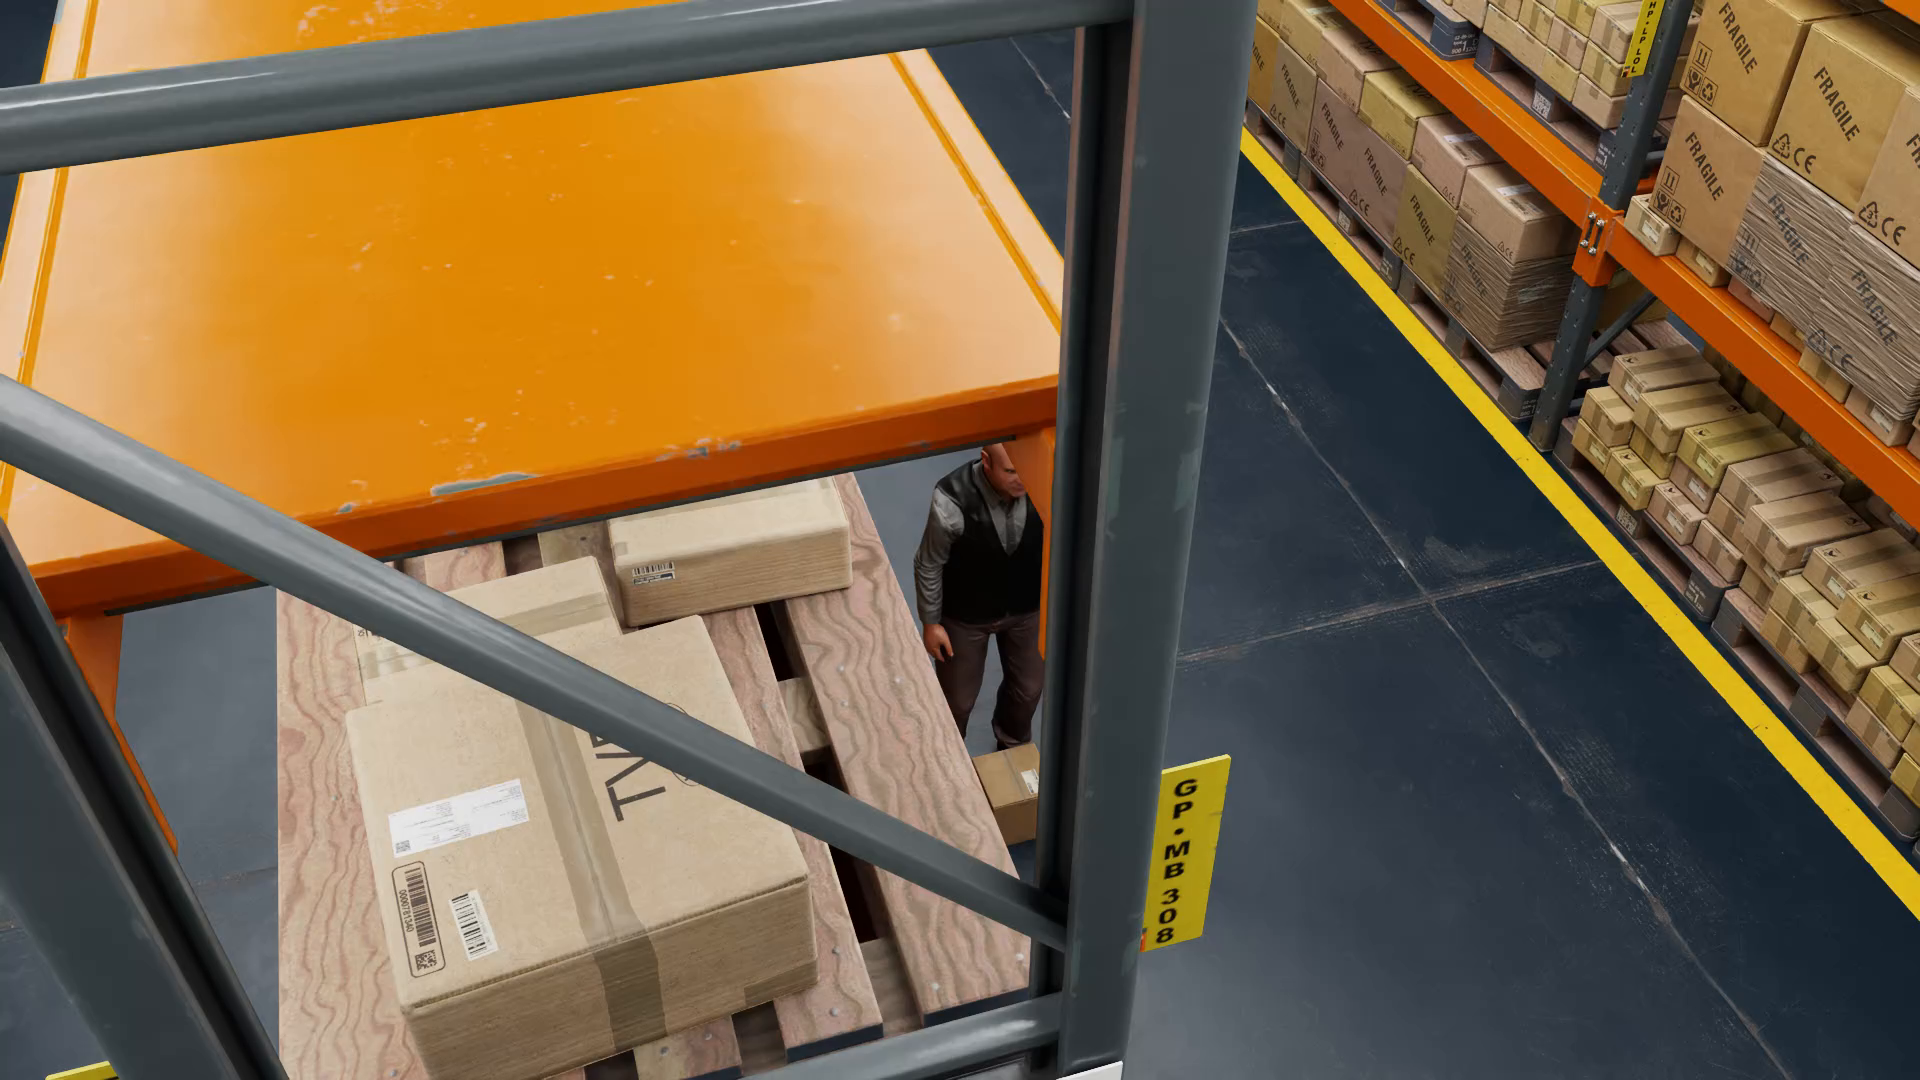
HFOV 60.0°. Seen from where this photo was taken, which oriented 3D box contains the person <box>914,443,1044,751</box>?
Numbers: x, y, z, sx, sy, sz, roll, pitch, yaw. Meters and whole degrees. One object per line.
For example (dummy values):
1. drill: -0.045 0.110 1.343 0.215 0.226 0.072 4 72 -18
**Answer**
1. person: 0.117 0.229 5.923 0.593 1.722 0.410 -13 44 -15
